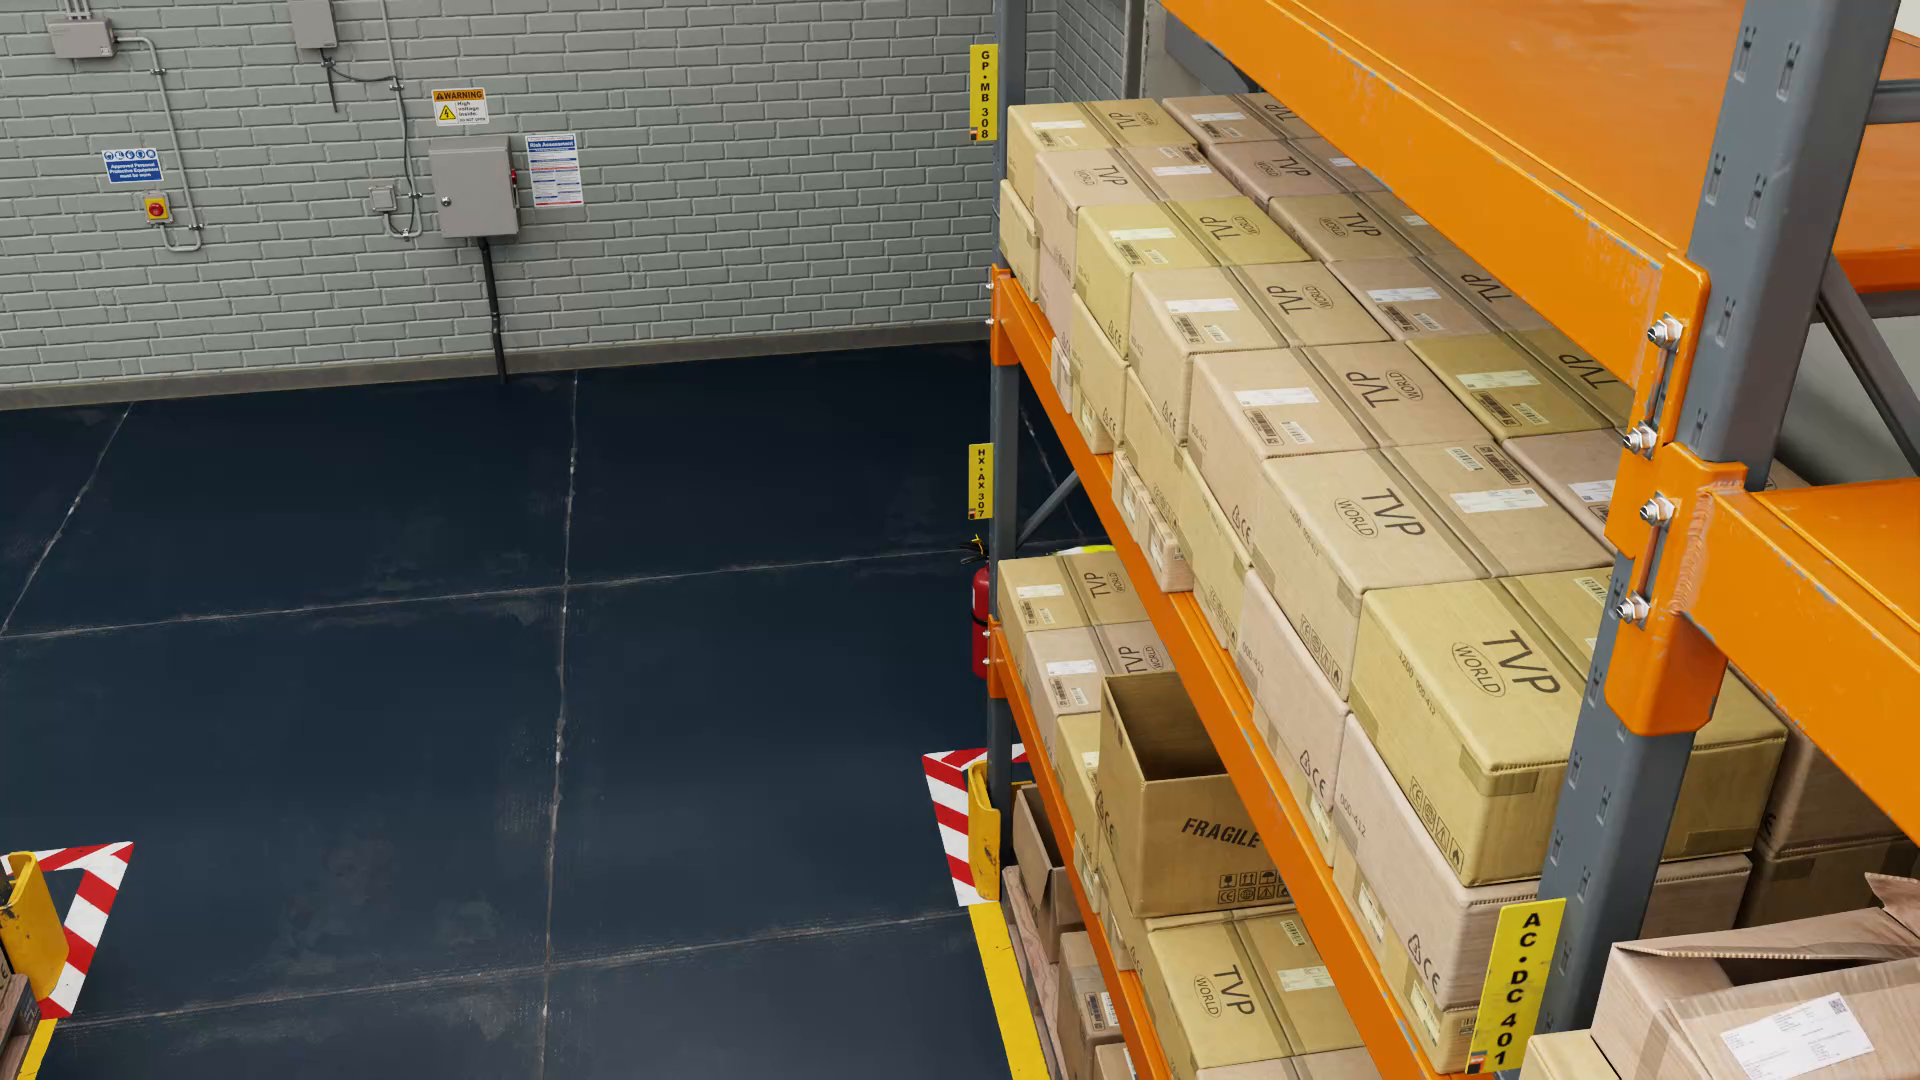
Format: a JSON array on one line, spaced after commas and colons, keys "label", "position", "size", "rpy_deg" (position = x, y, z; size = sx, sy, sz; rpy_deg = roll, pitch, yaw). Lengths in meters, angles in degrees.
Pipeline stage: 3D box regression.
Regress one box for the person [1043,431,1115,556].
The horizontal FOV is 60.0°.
[{"label": "person", "position": [0.635, 0.047, 8.034], "size": [0.458, 1.767, 0.575], "rpy_deg": [-6, 31, -10]}]
